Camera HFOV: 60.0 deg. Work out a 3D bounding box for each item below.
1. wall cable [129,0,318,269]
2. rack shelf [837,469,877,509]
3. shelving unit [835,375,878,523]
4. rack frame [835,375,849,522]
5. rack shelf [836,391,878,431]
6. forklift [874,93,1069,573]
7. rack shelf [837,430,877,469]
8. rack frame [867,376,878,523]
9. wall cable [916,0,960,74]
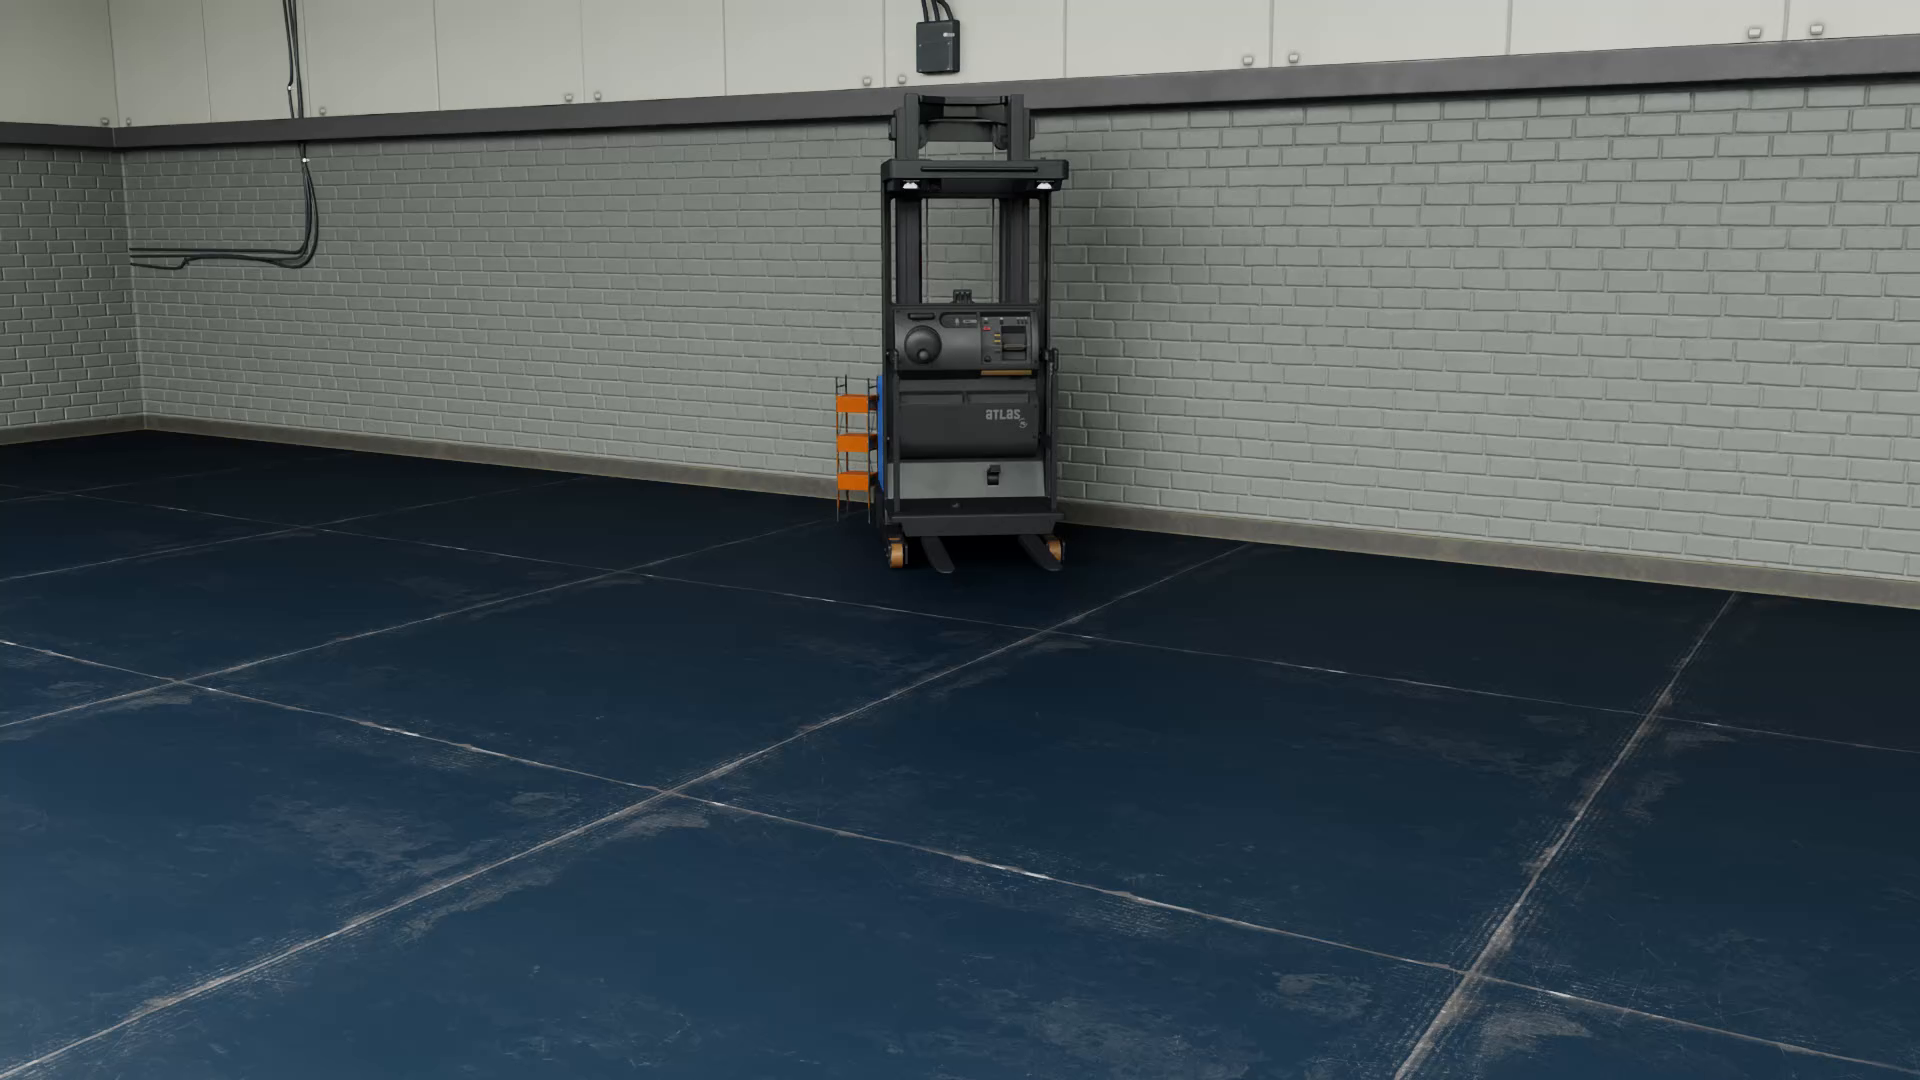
[{"bbox_3d":[-7.417,-3.930,16.343,3.097,2.526,0.112,6,12,31],"label":"wall cable"},{"bbox_3d":[-0.740,-0.377,12.095,0.240,0.259,0.215,3,11,18],"label":"rack shelf"},{"bbox_3d":[-0.740,-0.660,12.042,0.252,1.050,0.215,3,11,18],"label":"shelving unit"},{"bbox_3d":[-0.856,-0.667,12.079,0.008,1.050,0.200,3,11,18],"label":"rack frame"},{"bbox_3d":[-0.740,-0.929,11.992,0.240,0.259,0.215,3,11,18],"label":"rack shelf"},{"bbox_3d":[0.067,-1.326,10.488,1.130,2.935,3.031,-1,11,-6],"label":"forklift"},{"bbox_3d":[-0.740,-0.650,12.044,0.240,0.259,0.215,3,11,18],"label":"rack shelf"},{"bbox_3d":[-0.624,-0.653,12.005,0.008,1.050,0.200,3,11,18],"label":"rack frame"},{"bbox_3d":[0.688,-6.218,10.886,2.305,6.003,0.169,6,12,31],"label":"wall cable"}]
